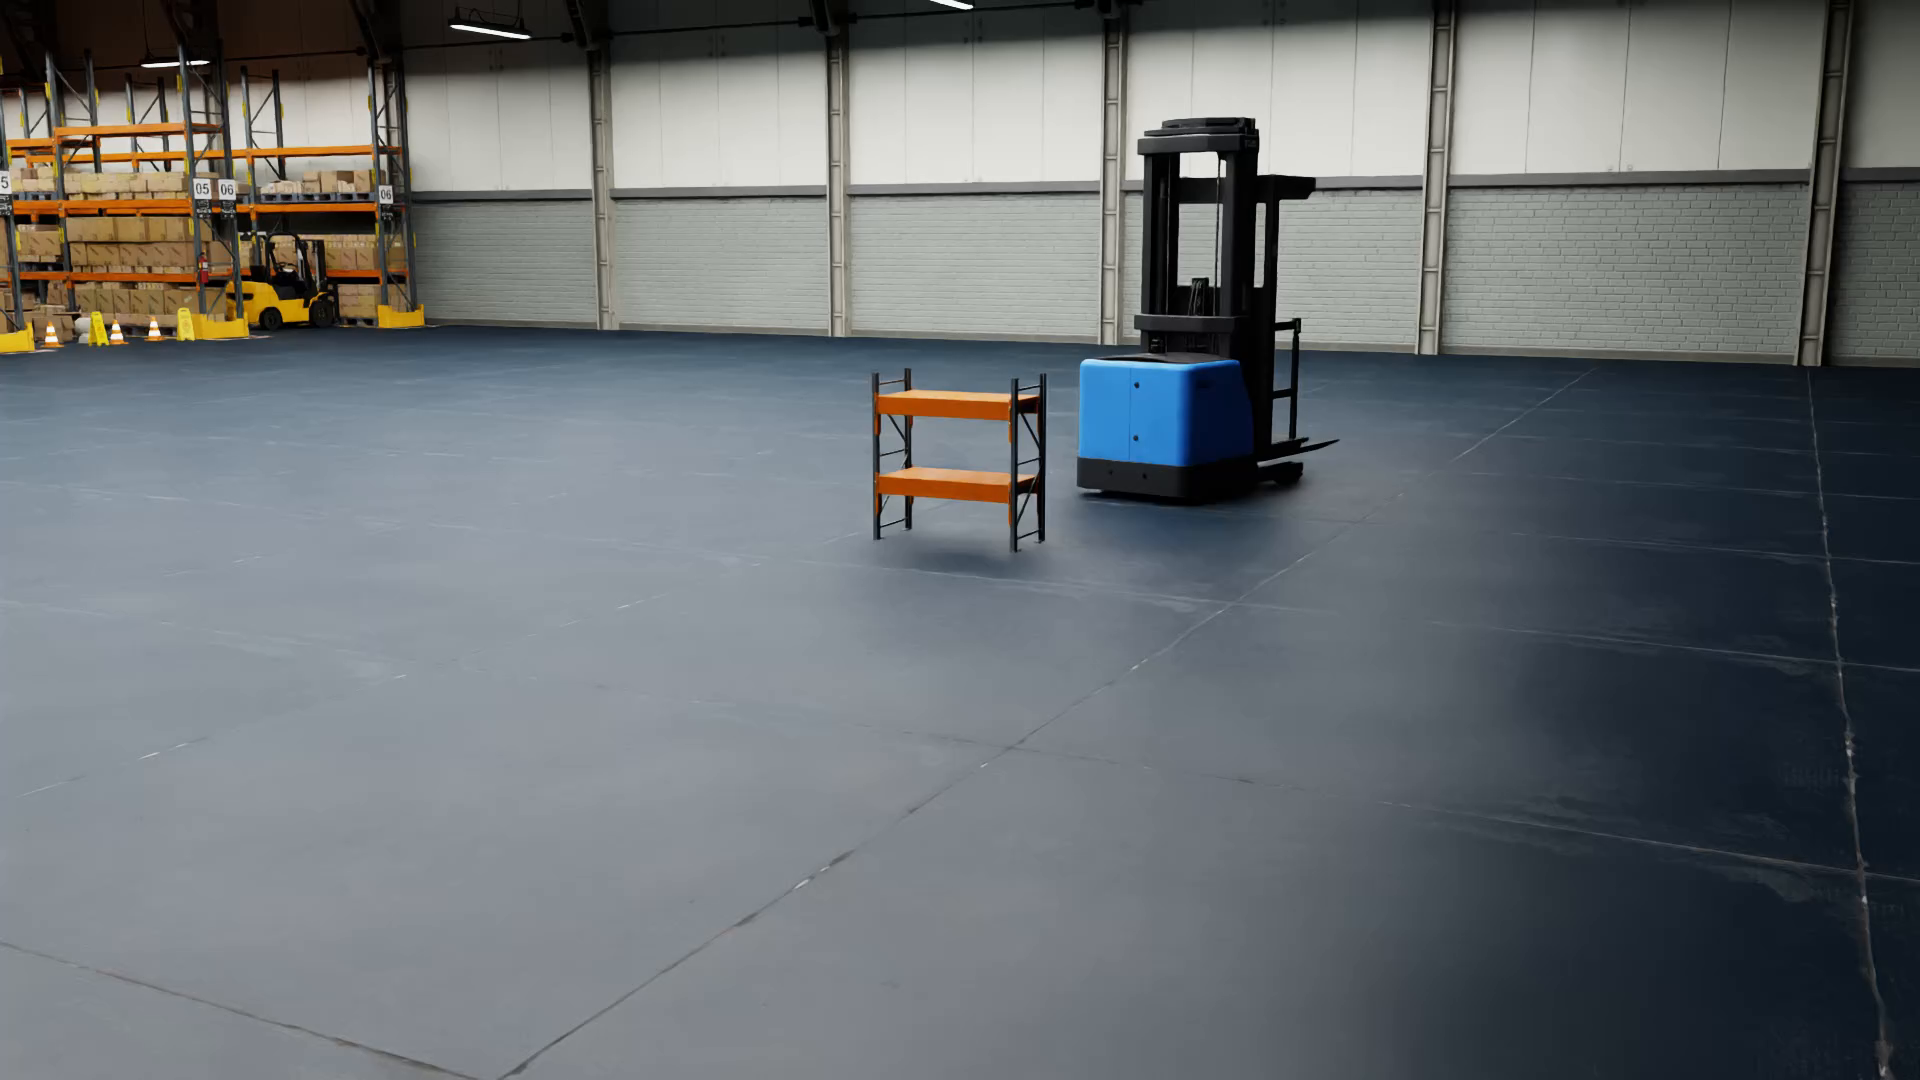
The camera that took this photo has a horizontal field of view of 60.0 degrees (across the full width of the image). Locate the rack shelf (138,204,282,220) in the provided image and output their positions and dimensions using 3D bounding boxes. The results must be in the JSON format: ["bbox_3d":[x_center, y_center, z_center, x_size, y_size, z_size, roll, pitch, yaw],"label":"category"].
[{"bbox_3d":[-18.407,-8.053,40.901,4.000,0.370,1.077,5,11,26],"label":"rack shelf"}]

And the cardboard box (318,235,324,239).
[{"bbox_3d":[-14.819,-7.087,39.031,0.250,0.149,0.380,5,11,27],"label":"cardboard box"}]

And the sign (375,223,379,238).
[{"bbox_3d":[-13.279,-7.059,37.894,0.005,0.325,0.100,5,11,26],"label":"sign"}]

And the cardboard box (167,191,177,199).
[{"bbox_3d":[-15.901,-7.015,33.853,0.250,0.149,0.380,5,11,26],"label":"cardboard box"}]

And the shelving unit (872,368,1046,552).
[{"bbox_3d":[-0.006,-0.554,11.133,1.048,1.125,0.538,5,11,26],"label":"shelving unit"}]

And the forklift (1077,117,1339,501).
[{"bbox_3d":[2.226,-1.953,13.791,1.130,2.935,3.031,8,13,37],"label":"forklift"}]

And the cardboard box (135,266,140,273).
[{"bbox_3d":[-17.011,-5.660,34.789,0.250,0.149,0.380,5,11,26],"label":"cardboard box"}]

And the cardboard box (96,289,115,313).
[{"bbox_3d":[-17.911,-5.073,35.274,0.500,0.500,0.500,6,12,28],"label":"cardboard box"}]

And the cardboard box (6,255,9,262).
[{"bbox_3d":[-20.756,-6.188,36.526,0.250,0.149,0.380,5,12,28],"label":"cardboard box"}]

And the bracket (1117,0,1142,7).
[{"bbox_3d":[3.105,-9.873,30.404,0.430,0.232,0.235,5,11,26],"label":"bracket"}]

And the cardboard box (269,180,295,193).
[{"bbox_3d":[-15.975,-8.357,39.350,0.500,0.311,0.500,5,12,27],"label":"cardboard box"}]

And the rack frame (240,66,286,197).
[{"bbox_3d":[-16.613,-9.725,39.699,0.127,3.000,1.000,5,11,26],"label":"rack frame"}]

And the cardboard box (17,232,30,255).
[{"bbox_3d":[-20.227,-6.463,36.222,0.500,0.500,0.500,5,12,28],"label":"cardboard box"}]

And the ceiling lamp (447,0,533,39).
[{"bbox_3d":[-8.649,-11.134,31.090,0.800,3.185,2.000,5,11,26],"label":"ceiling lamp"}]

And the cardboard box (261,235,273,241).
[{"bbox_3d":[-16.459,-7.216,39.739,0.250,0.149,0.380,5,12,27],"label":"cardboard box"}]

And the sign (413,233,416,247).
[{"bbox_3d":[-12.775,-7.011,38.894,0.005,0.325,0.100,5,11,26],"label":"sign"}]

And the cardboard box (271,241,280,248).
[{"bbox_3d":[-16.211,-7.055,39.684,0.250,0.149,0.380,5,12,27],"label":"cardboard box"}]

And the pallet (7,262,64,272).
[{"bbox_3d":[-20.600,-6.052,36.784,1.213,0.211,1.003,5,11,26],"label":"pallet"}]

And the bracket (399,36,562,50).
[{"bbox_3d":[-10.711,-11.087,37.112,4.783,0.066,0.076,5,11,26],"label":"bracket"}]

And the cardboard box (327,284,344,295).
[{"bbox_3d":[-14.495,-5.868,38.963,0.500,0.250,0.500,5,11,27],"label":"cardboard box"}]

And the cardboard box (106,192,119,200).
[{"bbox_3d":[-17.518,-7.153,34.616,0.250,0.149,0.380,5,11,25],"label":"cardboard box"}]

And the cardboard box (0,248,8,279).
[{"bbox_3d":[-17.672,-4.962,29.806,0.550,0.550,0.875,5,11,26],"label":"cardboard box"}]

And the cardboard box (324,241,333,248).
[{"bbox_3d":[-14.622,-6.906,38.865,0.250,0.149,0.380,5,11,26],"label":"cardboard box"}]

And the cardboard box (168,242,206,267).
[{"bbox_3d":[-15.828,-5.860,34.067,0.500,0.500,0.500,5,11,25],"label":"cardboard box"}]

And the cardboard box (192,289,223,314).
[{"bbox_3d":[-15.842,-4.997,34.855,0.500,0.500,0.500,5,11,24],"label":"cardboard box"}]

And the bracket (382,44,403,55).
[{"bbox_3d":[-13.037,-11.291,38.241,0.430,0.232,0.235,5,11,26],"label":"bracket"}]

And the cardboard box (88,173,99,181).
[{"bbox_3d":[-17.966,-7.585,34.762,0.250,0.149,0.380,5,11,25],"label":"cardboard box"}]

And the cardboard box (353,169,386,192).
[{"bbox_3d":[-13.531,-8.235,38.147,0.500,0.500,0.500,5,12,28],"label":"cardboard box"}]

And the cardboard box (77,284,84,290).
[{"bbox_3d":[-22.606,-6.556,43.050,0.250,0.149,0.380,5,11,26],"label":"cardboard box"}]

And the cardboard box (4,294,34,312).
[{"bbox_3d":[-19.567,-4.836,34.423,0.500,0.500,0.500,5,11,26],"label":"cardboard box"}]

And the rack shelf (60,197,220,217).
[{"bbox_3d":[-17.013,-6.945,34.777,4.000,0.370,1.077,5,11,26],"label":"rack shelf"}]

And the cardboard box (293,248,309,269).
[{"bbox_3d":[-15.402,-6.668,39.369,0.500,0.500,0.500,5,11,25],"label":"cardboard box"}]

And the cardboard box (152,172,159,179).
[{"bbox_3d":[-16.309,-7.461,34.078,0.250,0.149,0.380,5,11,26],"label":"cardboard box"}]

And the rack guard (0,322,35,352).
[{"bbox_3d":[-17.297,-3.635,29.910,0.348,0.500,1.175,5,11,26],"label":"rack guard"}]

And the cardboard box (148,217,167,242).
[{"bbox_3d":[-16.224,-6.399,34.242,0.500,0.500,0.700,5,11,26],"label":"cardboard box"}]

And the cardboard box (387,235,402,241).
[{"bbox_3d":[-13.233,-7.034,38.733,0.250,0.149,0.380,5,11,25],"label":"cardboard box"}]

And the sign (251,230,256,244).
[{"bbox_3d":[-16.845,-7.217,39.654,0.005,0.325,0.100,5,11,26],"label":"sign"}]

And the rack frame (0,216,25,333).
[{"bbox_3d":[-17.319,-4.867,29.698,0.127,3.000,1.000,5,11,26],"label":"rack frame"}]

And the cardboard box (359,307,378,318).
[{"bbox_3d":[-13.587,-5.298,38.625,0.500,0.250,0.500,5,11,26],"label":"cardboard box"}]

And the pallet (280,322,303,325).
[{"bbox_3d":[-15.919,-5.332,40.098,1.213,0.211,1.003,5,11,26],"label":"pallet"}]

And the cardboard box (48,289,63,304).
[{"bbox_3d":[-23.453,-6.306,43.492,0.500,0.500,0.500,6,12,28],"label":"cardboard box"}]

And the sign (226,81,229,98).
[{"bbox_3d":[-14.979,-9.202,33.964,0.005,0.325,0.100,5,11,26],"label":"sign"}]

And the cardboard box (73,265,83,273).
[{"bbox_3d":[-18.666,-5.781,35.453,0.250,0.149,0.380,5,11,26],"label":"cardboard box"}]

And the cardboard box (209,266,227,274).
[{"bbox_3d":[-15.432,-5.601,34.463,0.250,0.149,0.380,5,11,26],"label":"cardboard box"}]

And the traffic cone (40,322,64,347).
[{"bbox_3d":[-17.167,-3.887,31.408,0.334,0.463,0.336,5,11,26],"label":"traffic cone"}]

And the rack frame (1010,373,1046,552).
[{"bbox_3d":[0.450,-0.514,10.912,0.032,1.125,0.500,5,11,26],"label":"rack frame"}]

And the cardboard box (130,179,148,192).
[{"bbox_3d":[-16.715,-7.291,34.256,0.500,0.250,0.500,5,12,27],"label":"cardboard box"}]

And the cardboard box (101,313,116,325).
[{"bbox_3d":[-17.913,-4.704,35.341,0.500,0.250,0.500,6,12,29],"label":"cardboard box"}]

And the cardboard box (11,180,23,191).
[{"bbox_3d":[-20.303,-7.693,36.134,0.500,0.250,0.500,5,11,27],"label":"cardboard box"}]

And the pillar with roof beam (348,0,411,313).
[{"bbox_3d":[-15.157,-8.922,35.257,0.548,9.000,9.100,5,11,26],"label":"pillar with roof beam"}]
